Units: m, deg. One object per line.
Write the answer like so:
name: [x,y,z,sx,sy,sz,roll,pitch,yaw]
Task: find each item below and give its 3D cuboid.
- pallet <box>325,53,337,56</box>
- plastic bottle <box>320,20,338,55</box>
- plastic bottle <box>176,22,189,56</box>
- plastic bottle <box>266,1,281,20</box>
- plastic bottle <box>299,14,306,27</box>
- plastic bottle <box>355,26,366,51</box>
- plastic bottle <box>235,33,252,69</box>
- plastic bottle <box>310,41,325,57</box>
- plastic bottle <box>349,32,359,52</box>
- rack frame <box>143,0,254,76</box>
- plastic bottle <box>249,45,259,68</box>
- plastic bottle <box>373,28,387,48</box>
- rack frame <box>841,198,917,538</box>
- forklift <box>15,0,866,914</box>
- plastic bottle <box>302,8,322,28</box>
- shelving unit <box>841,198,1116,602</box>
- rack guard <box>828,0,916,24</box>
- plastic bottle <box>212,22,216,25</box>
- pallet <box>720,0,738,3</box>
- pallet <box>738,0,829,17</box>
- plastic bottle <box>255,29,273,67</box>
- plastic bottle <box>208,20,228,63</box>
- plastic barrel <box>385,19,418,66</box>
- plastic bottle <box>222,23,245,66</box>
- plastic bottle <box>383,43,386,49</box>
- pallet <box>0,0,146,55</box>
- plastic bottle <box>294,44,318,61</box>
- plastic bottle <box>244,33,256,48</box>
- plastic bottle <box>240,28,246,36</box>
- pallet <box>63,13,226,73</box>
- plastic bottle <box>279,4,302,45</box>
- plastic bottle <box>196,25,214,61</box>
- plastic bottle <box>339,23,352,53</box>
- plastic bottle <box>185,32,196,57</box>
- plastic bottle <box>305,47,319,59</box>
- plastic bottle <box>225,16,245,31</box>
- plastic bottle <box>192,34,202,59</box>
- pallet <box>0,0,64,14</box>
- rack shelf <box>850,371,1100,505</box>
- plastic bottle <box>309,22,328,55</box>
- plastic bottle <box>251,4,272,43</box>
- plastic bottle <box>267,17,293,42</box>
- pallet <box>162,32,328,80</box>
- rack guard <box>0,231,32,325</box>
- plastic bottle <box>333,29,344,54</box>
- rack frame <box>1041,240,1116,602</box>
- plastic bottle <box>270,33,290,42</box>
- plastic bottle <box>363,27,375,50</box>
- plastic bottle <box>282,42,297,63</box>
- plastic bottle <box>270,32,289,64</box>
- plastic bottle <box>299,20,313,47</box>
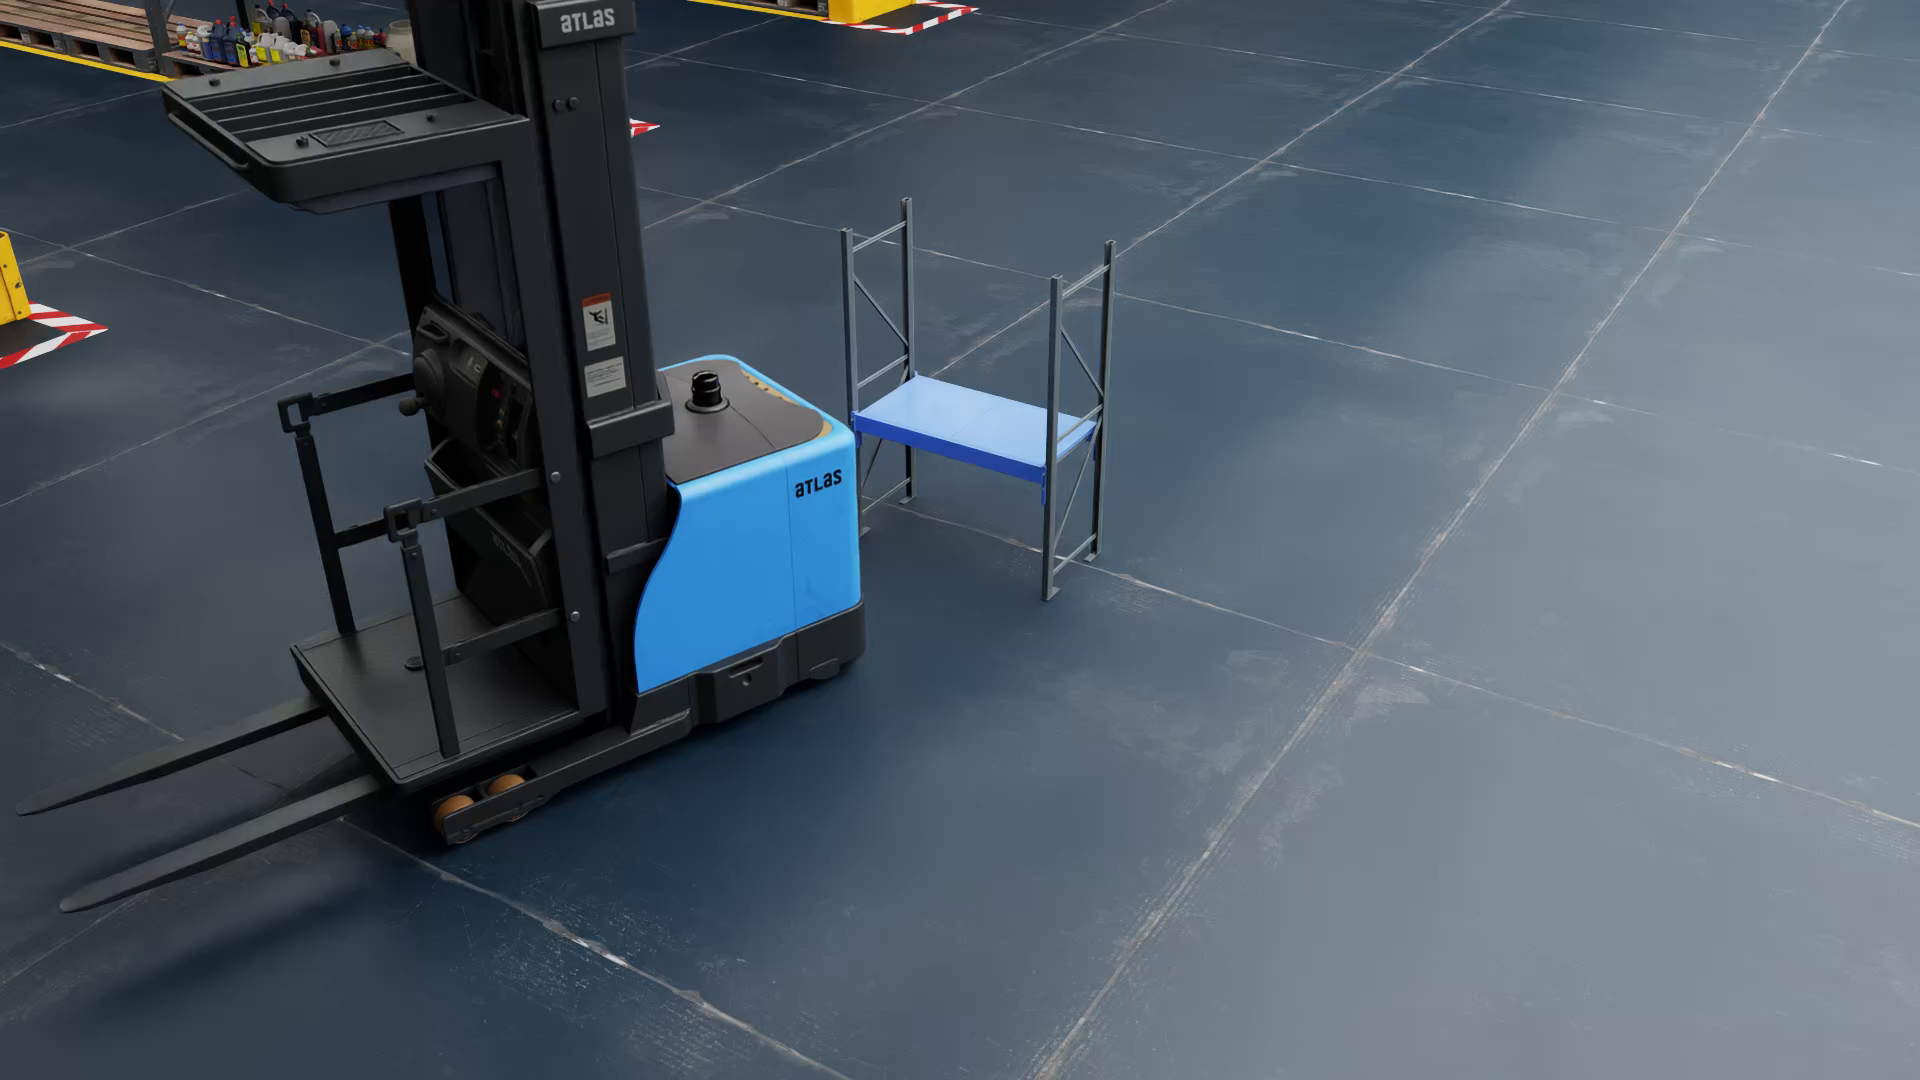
pallet: [-5.259,-3.930,14.276,1.213,0.211,1.003,18,35,27]
plastic bottle: [-5.573,-4.439,14.649,0.135,0.276,0.152,18,35,28]
plastic bottle: [-6.806,-4.397,14.582,0.097,0.271,0.097,0,30,0]
plastic bottle: [-6.144,-4.655,14.944,0.185,0.351,0.144,17,34,26]
plastic bottle: [-5.822,-4.548,14.828,0.133,0.283,0.061,20,36,31]
plastic bottle: [-5.200,-4.336,14.476,0.097,0.271,0.097,0,30,0]
plastic bottle: [-6.102,-4.169,14.179,0.133,0.283,0.061,19,35,29]
plastic bottle: [-5.386,-4.033,13.946,0.133,0.283,0.061,18,35,27]
plastic bottle: [-5.284,-4.332,14.539,0.097,0.201,0.097,0,30,0]
rack frame: [-6.843,-5.658,14.472,0.127,3.000,1.000,18,35,27]
plastic bottle: [-5.993,-4.110,14.158,0.097,0.201,0.097,0,30,0]
plastic bottle: [-5.007,-4.291,14.387,0.133,0.283,0.061,18,35,28]
rack frame: [-0.358,-0.761,7.566,0.032,1.500,0.500,18,35,27]
forklift: [-1.861,-0.491,5.683,3.031,2.935,1.130,-22,37,-32]
plastic bottle: [-5.708,-4.517,14.708,0.185,0.351,0.144,17,34,27]
shelving unit: [0.072,-0.625,7.333,1.048,1.500,0.538,18,35,27]
rack guard: [-0.886,-5.641,16.924,0.348,0.500,1.175,18,35,27]
plastic bottle: [-6.462,-4.373,14.529,0.133,0.283,0.061,18,35,27]
pallet: [-2.585,-6.076,17.956,1.213,0.211,1.003,18,35,27]
pallet: [-1.555,-5.749,17.395,1.213,0.211,1.003,18,35,27]
plastic bottle: [-5.860,-4.146,14.073,0.185,0.351,0.144,17,34,27]
plastic bottle: [-6.380,-4.311,14.355,0.185,0.351,0.144,19,35,29]
plastic barrel: [-4.478,-3.971,13.633,0.421,0.512,0.421,0,30,0]
plastic bottle: [-6.220,-4.260,14.268,0.185,0.351,0.144,16,34,25]
plastic bottle: [-4.913,-4.214,14.338,0.097,0.201,0.097,0,30,0]
pallet: [-8.566,-4.974,16.067,1.213,0.211,1.003,18,35,27]
plastic bottle: [-5.442,-3.984,13.869,0.135,0.276,0.152,18,35,28]
plastic bottle: [-6.075,-4.202,14.248,0.097,0.271,0.097,0,30,0]
plastic bottle: [-6.193,-4.289,14.396,0.097,0.271,0.097,0,30,0]
pallet: [-7.529,-4.648,15.507,1.213,0.211,1.003,18,35,27]
plastic bottle: [-5.982,-4.603,14.856,0.185,0.351,0.144,16,34,25]
plastic bottle: [-6.518,-4.324,14.452,0.135,0.276,0.152,19,35,29]
plastic bottle: [-5.372,-4.390,14.569,0.097,0.271,0.097,0,30,0]
plastic bottle: [-6.720,-4.340,14.553,0.097,0.201,0.097,0,30,0]
plastic bottle: [-5.352,-3.932,13.772,0.133,0.283,0.061,18,35,29]
plastic bottle: [-6.303,-4.372,14.460,0.185,0.351,0.144,18,35,27]
plastic bottle: [-6.634,-4.313,14.506,0.097,0.201,0.097,0,30,0]
pallet: [-9.595,-5.301,16.628,1.213,0.211,1.003,18,35,27]
rack shelf: [0.072,-0.470,7.424,1.000,0.185,0.538,18,35,27]
plastic bottle: [-5.629,-4.397,14.569,0.133,0.283,0.061,18,35,27]
plastic bottle: [-6.221,-4.593,14.838,0.185,0.351,0.144,18,35,27]
plastic bottle: [-6.039,-4.501,14.755,0.135,0.276,0.152,18,35,27]
pallet: [-6.296,-4.256,14.836,1.213,0.211,1.003,18,35,27]
rack guard: [-6.071,-1.387,9.632,0.348,0.500,1.175,18,35,27]
plastic bottle: [-5.458,-4.387,14.633,0.097,0.201,0.097,0,30,0]
rack frame: [0.503,-0.489,7.099,0.032,1.500,0.500,18,35,27]
plastic bottle: [-5.802,-4.184,14.211,0.135,0.276,0.152,18,35,27]
plastic bottle: [-5.115,-4.309,14.430,0.097,0.271,0.097,0,30,0]
plastic bottle: [-5.560,-4.022,13.933,0.135,0.276,0.152,17,34,26]
plastic bottle: [-5.702,-4.096,13.987,0.185,0.351,0.144,19,35,29]
plastic bottle: [-5.741,-4.437,14.638,0.133,0.283,0.061,18,35,27]
